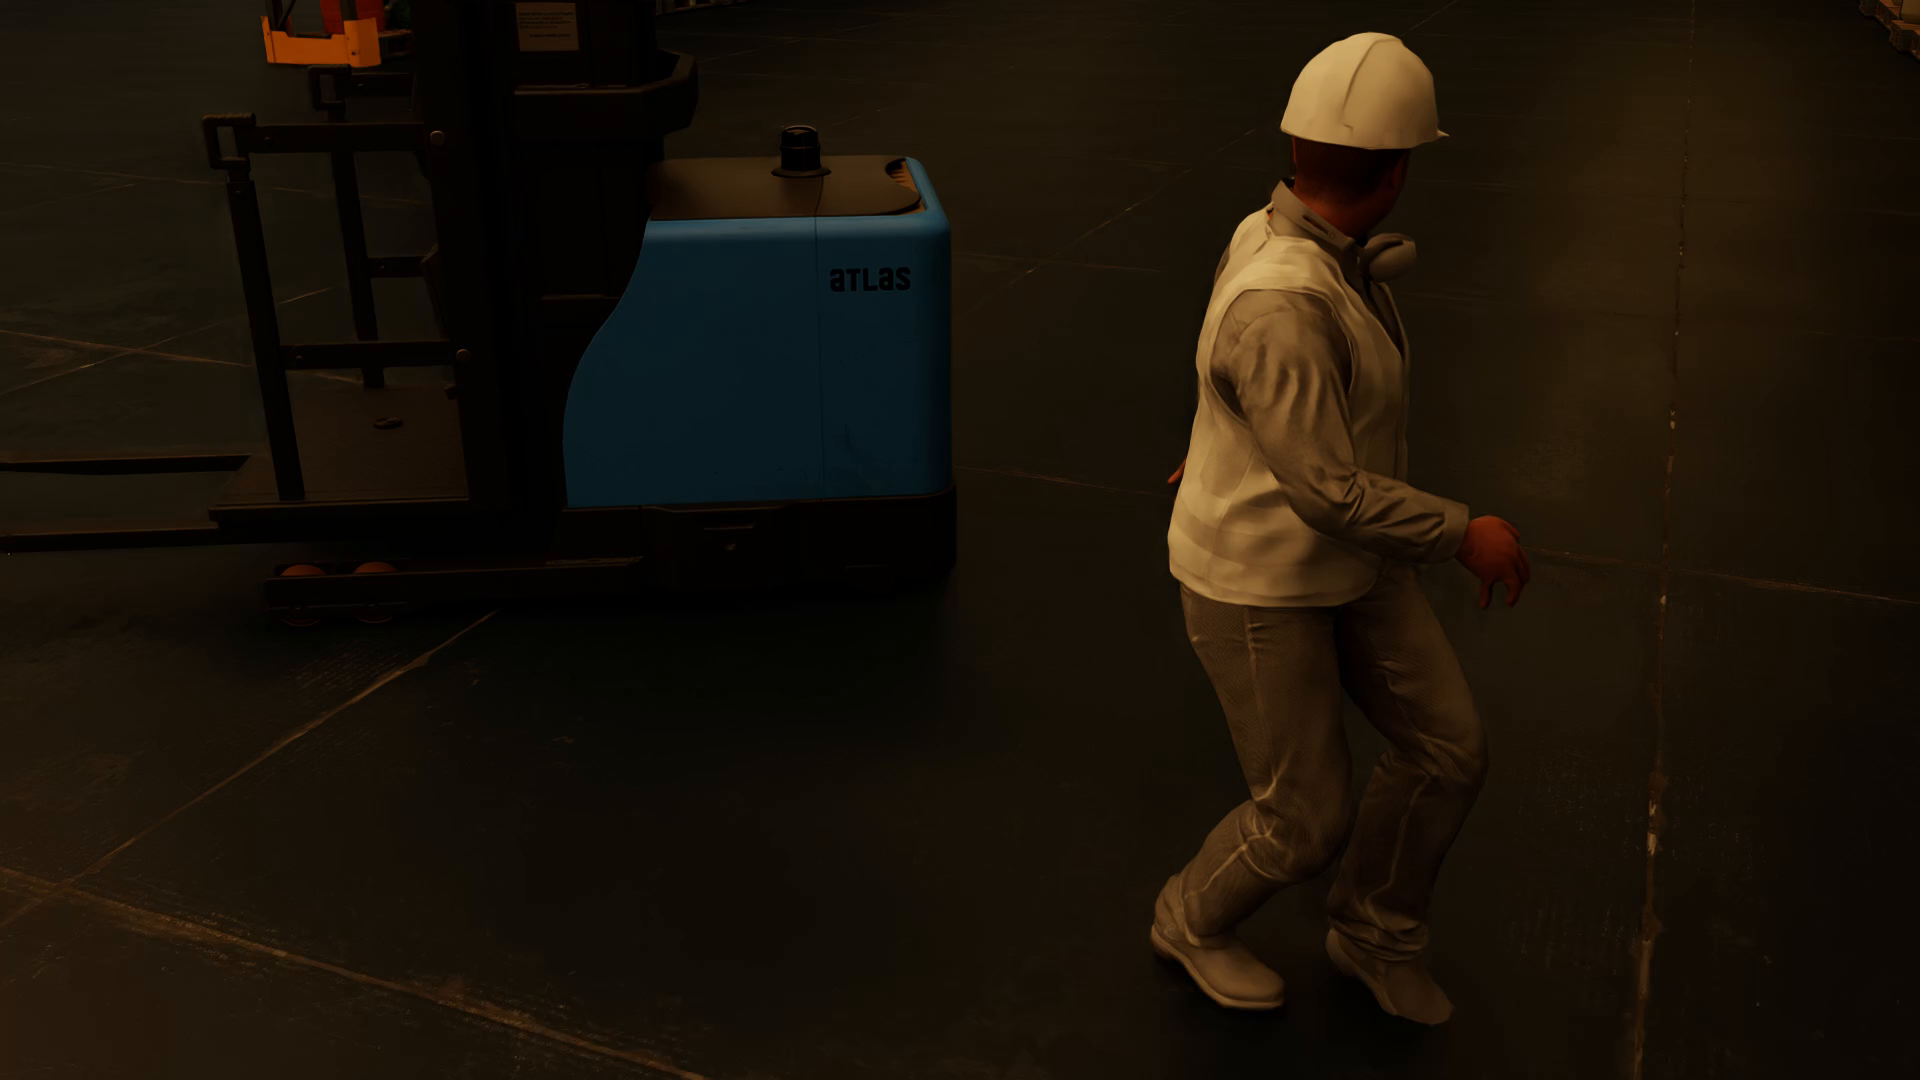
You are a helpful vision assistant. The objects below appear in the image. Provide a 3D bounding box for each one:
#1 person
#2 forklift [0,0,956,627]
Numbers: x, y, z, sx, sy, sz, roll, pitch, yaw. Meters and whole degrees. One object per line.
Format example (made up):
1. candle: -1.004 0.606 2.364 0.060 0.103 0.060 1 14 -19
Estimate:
1. person: 0.568 0.058 2.818 0.770 1.771 0.621 16 28 34
2. forklift: -1.561 -1.330 4.474 3.031 2.935 1.130 -2 23 -5
